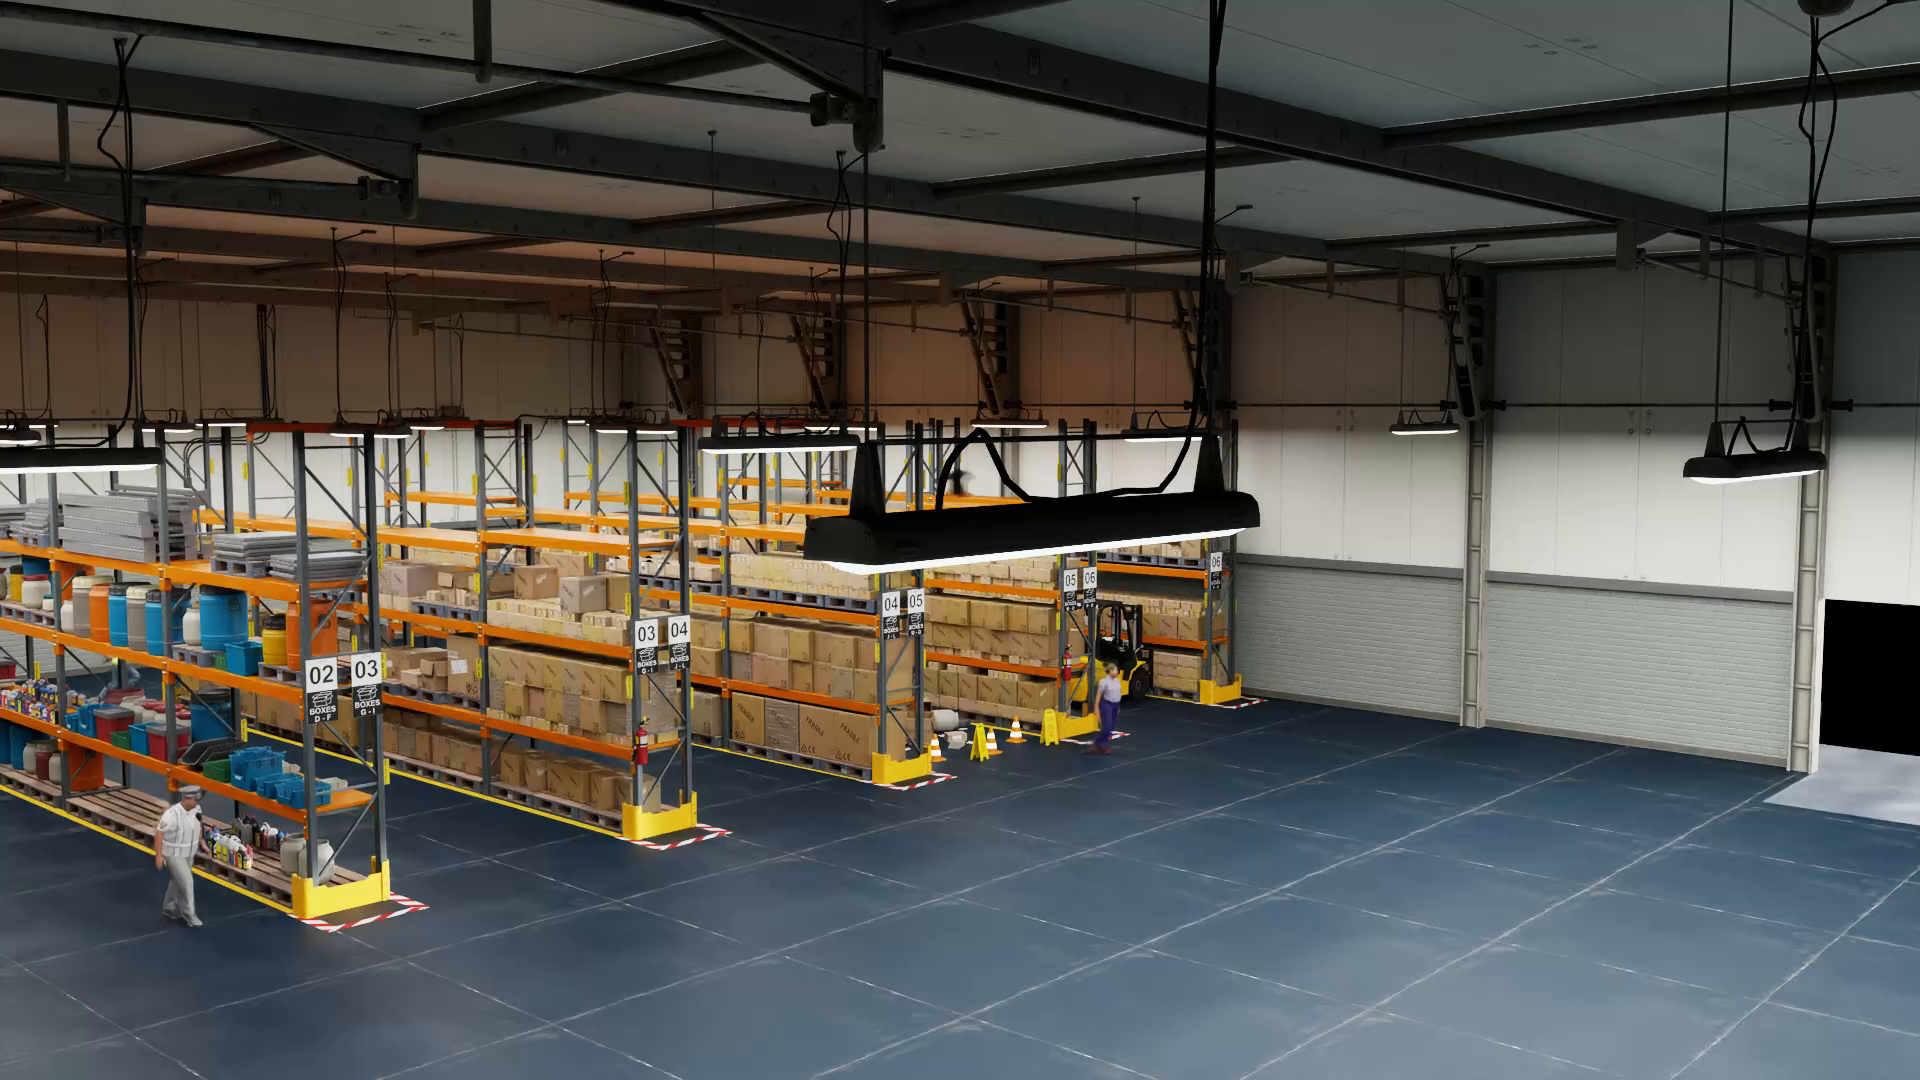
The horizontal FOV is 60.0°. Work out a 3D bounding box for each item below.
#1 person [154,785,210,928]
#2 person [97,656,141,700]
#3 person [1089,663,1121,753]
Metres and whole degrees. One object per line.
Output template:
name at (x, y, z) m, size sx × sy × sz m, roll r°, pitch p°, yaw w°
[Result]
person at (-9.504, 3.837, 20.192) m, size 0.721 × 1.754 × 0.640 m, roll 2°, pitch 5°, yaw 21°
person at (-17.686, 2.661, 35.159) m, size 1.099 × 1.565 × 0.737 m, roll -2°, pitch 5°, yaw -27°
person at (2.643, 3.092, 30.092) m, size 0.445 × 1.563 × 0.638 m, roll 4°, pitch 6°, yaw 43°
